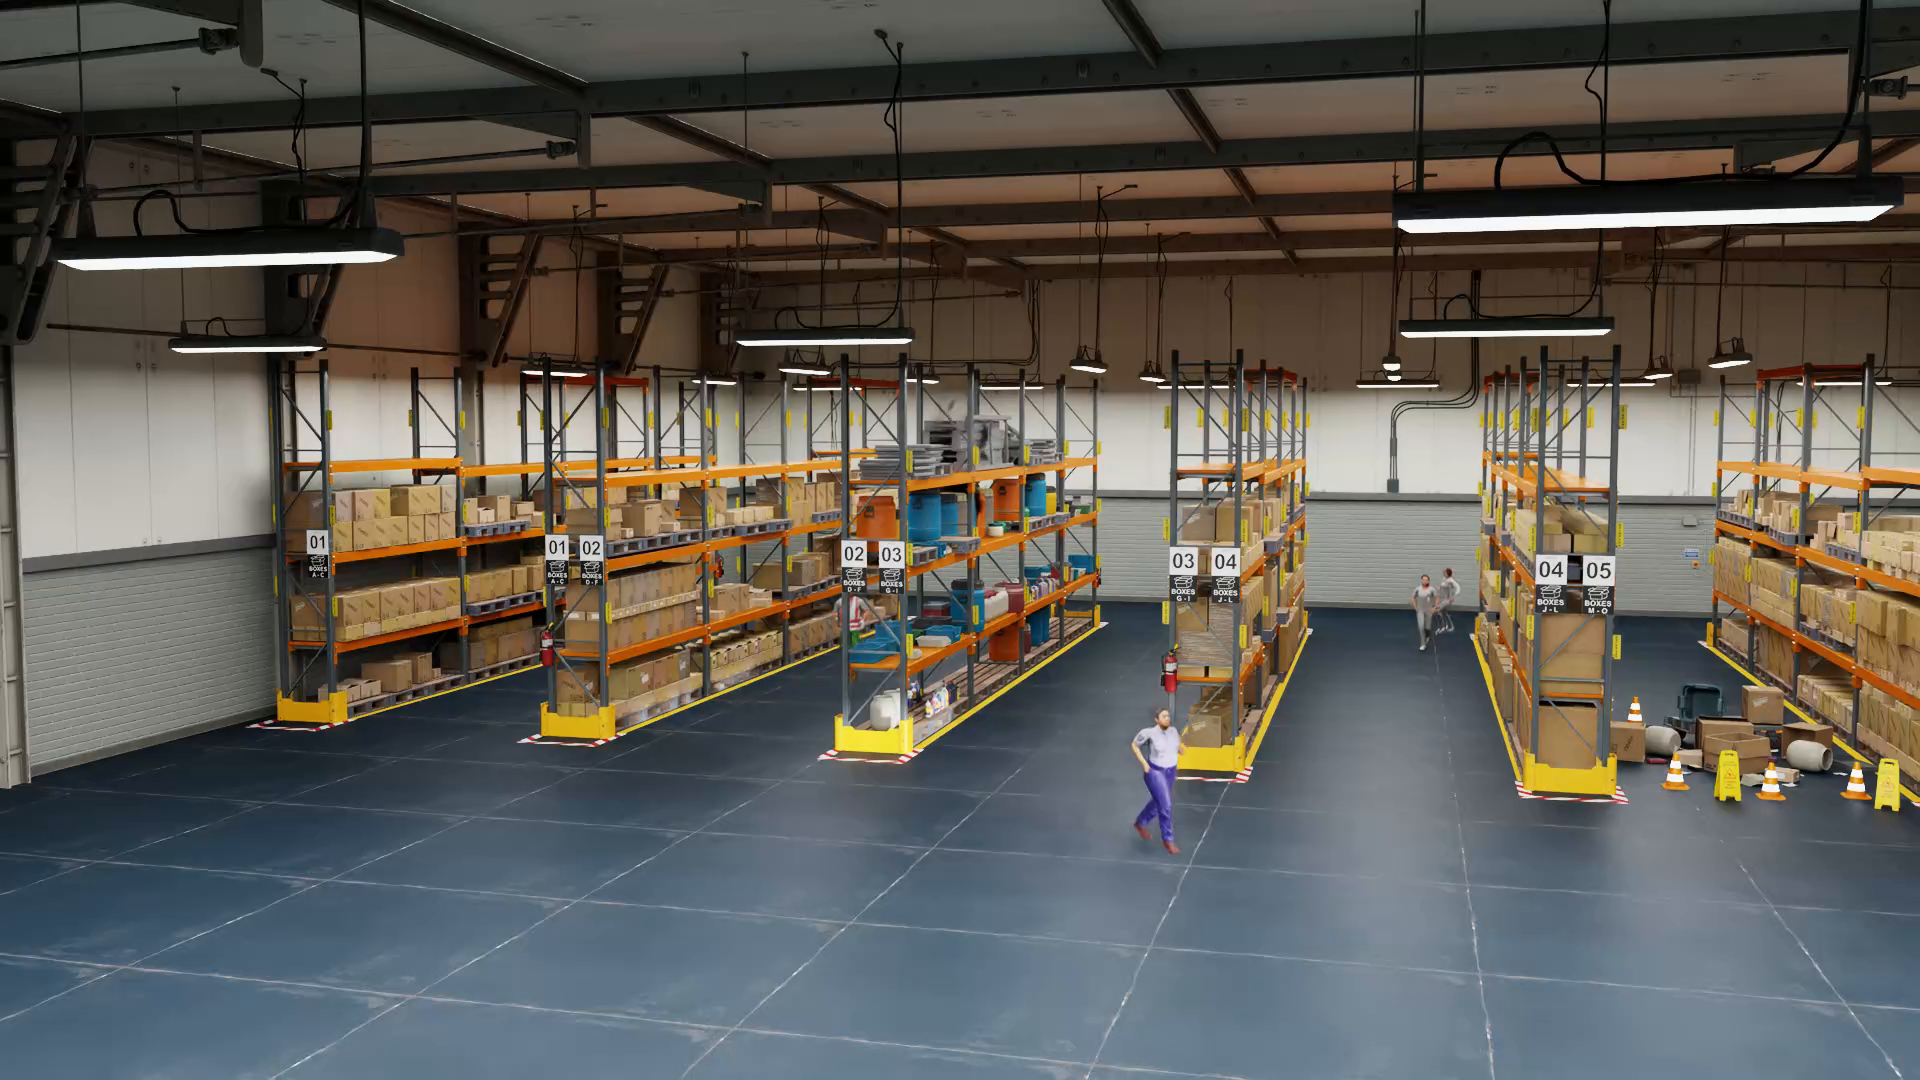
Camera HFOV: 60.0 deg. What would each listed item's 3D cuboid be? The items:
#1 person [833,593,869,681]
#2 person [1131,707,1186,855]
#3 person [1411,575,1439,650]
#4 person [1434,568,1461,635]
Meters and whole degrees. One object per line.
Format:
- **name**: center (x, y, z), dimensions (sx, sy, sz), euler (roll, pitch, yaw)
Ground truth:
- **person**: center (-2.001, 1.672, 30.170), dimensions (0.640, 1.808, 0.604), euler (0, 4, 6)
- **person**: center (2.352, 2.786, 19.502), dimensions (0.583, 1.693, 0.835), euler (-3, 5, -38)
- **person**: center (10.207, 1.569, 36.508), dimensions (0.593, 1.640, 0.686), euler (1, 4, 17)
- **person**: center (11.357, 1.433, 38.814), dimensions (0.615, 1.587, 0.603), euler (-1, 4, -13)
